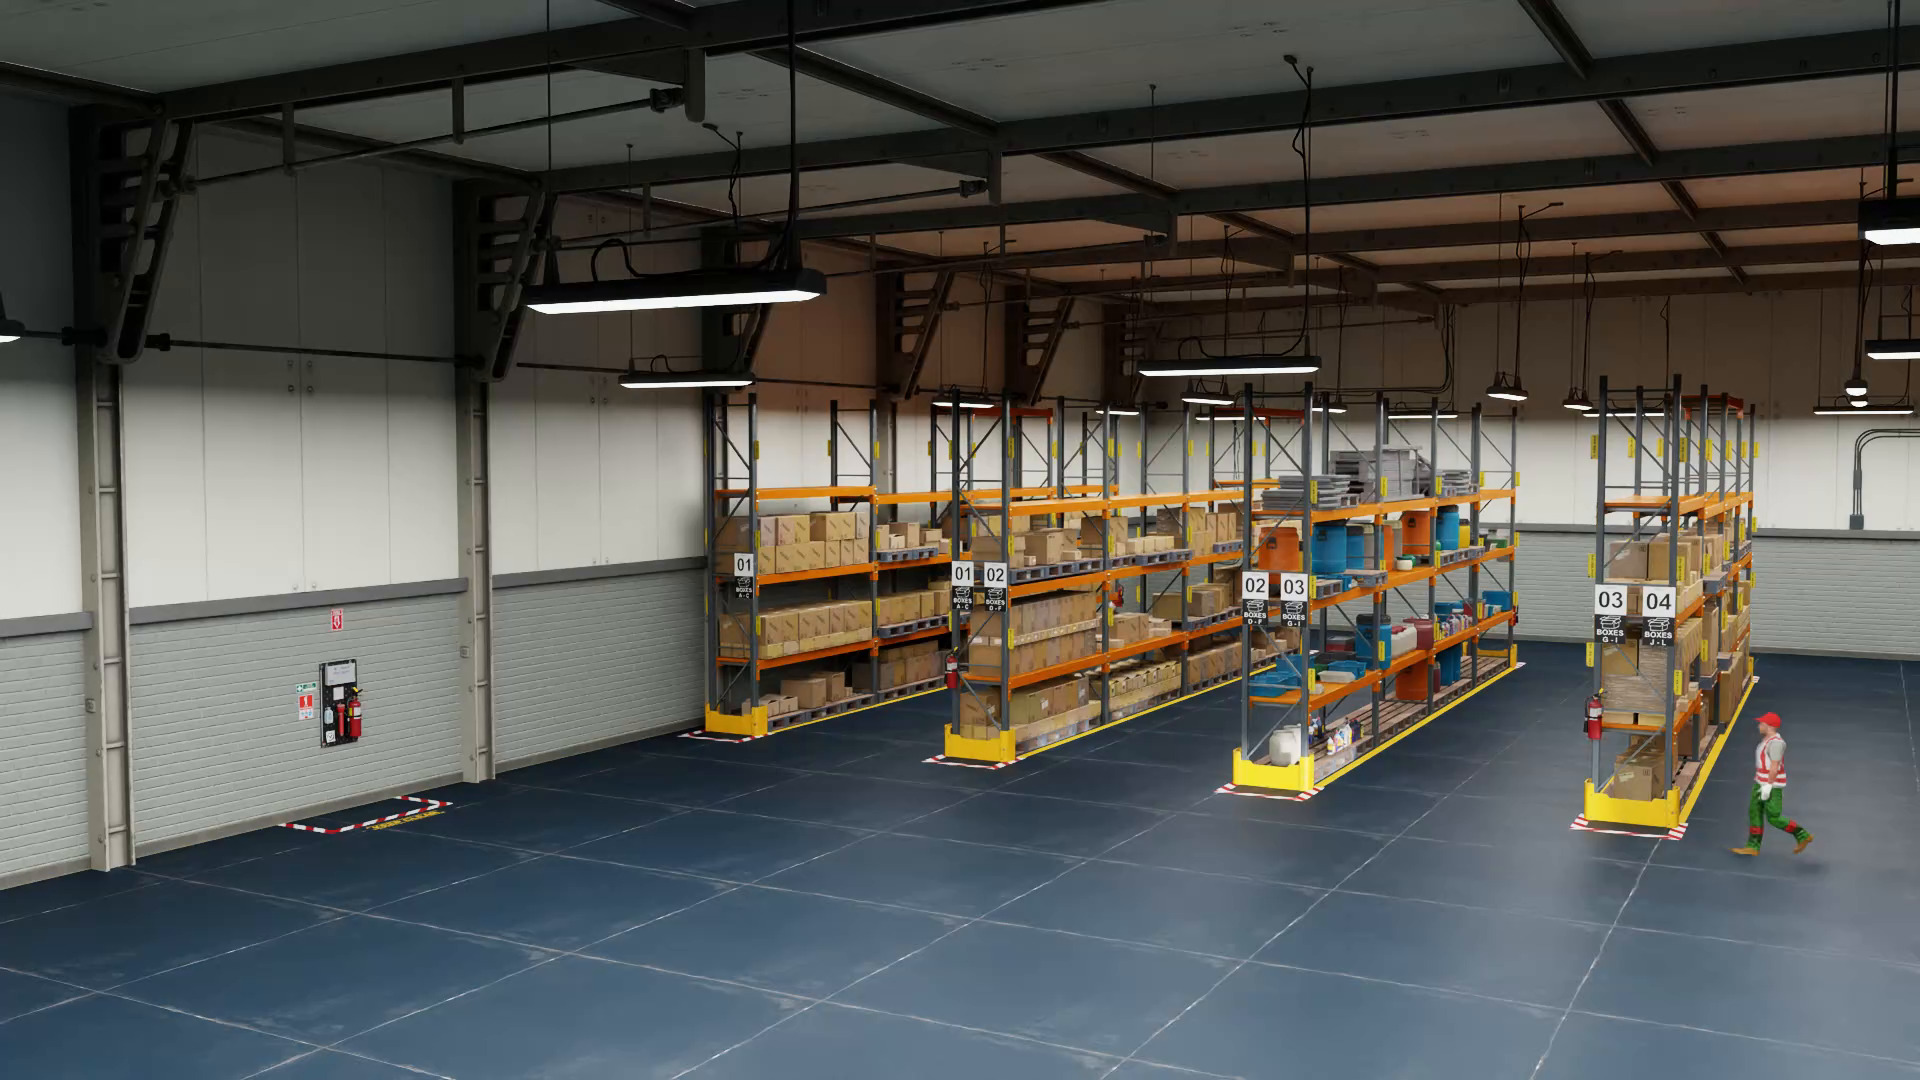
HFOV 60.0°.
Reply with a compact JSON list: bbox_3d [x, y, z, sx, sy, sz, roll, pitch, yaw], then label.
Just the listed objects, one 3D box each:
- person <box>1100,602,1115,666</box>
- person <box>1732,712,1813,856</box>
[{"bbox_3d":[3.094,2.231,35.533,0.461,1.835,0.614,-1,3,-19],"label":"person"},{"bbox_3d":[9.982,3.007,20.406,0.859,1.780,0.520,0,3,4],"label":"person"}]
